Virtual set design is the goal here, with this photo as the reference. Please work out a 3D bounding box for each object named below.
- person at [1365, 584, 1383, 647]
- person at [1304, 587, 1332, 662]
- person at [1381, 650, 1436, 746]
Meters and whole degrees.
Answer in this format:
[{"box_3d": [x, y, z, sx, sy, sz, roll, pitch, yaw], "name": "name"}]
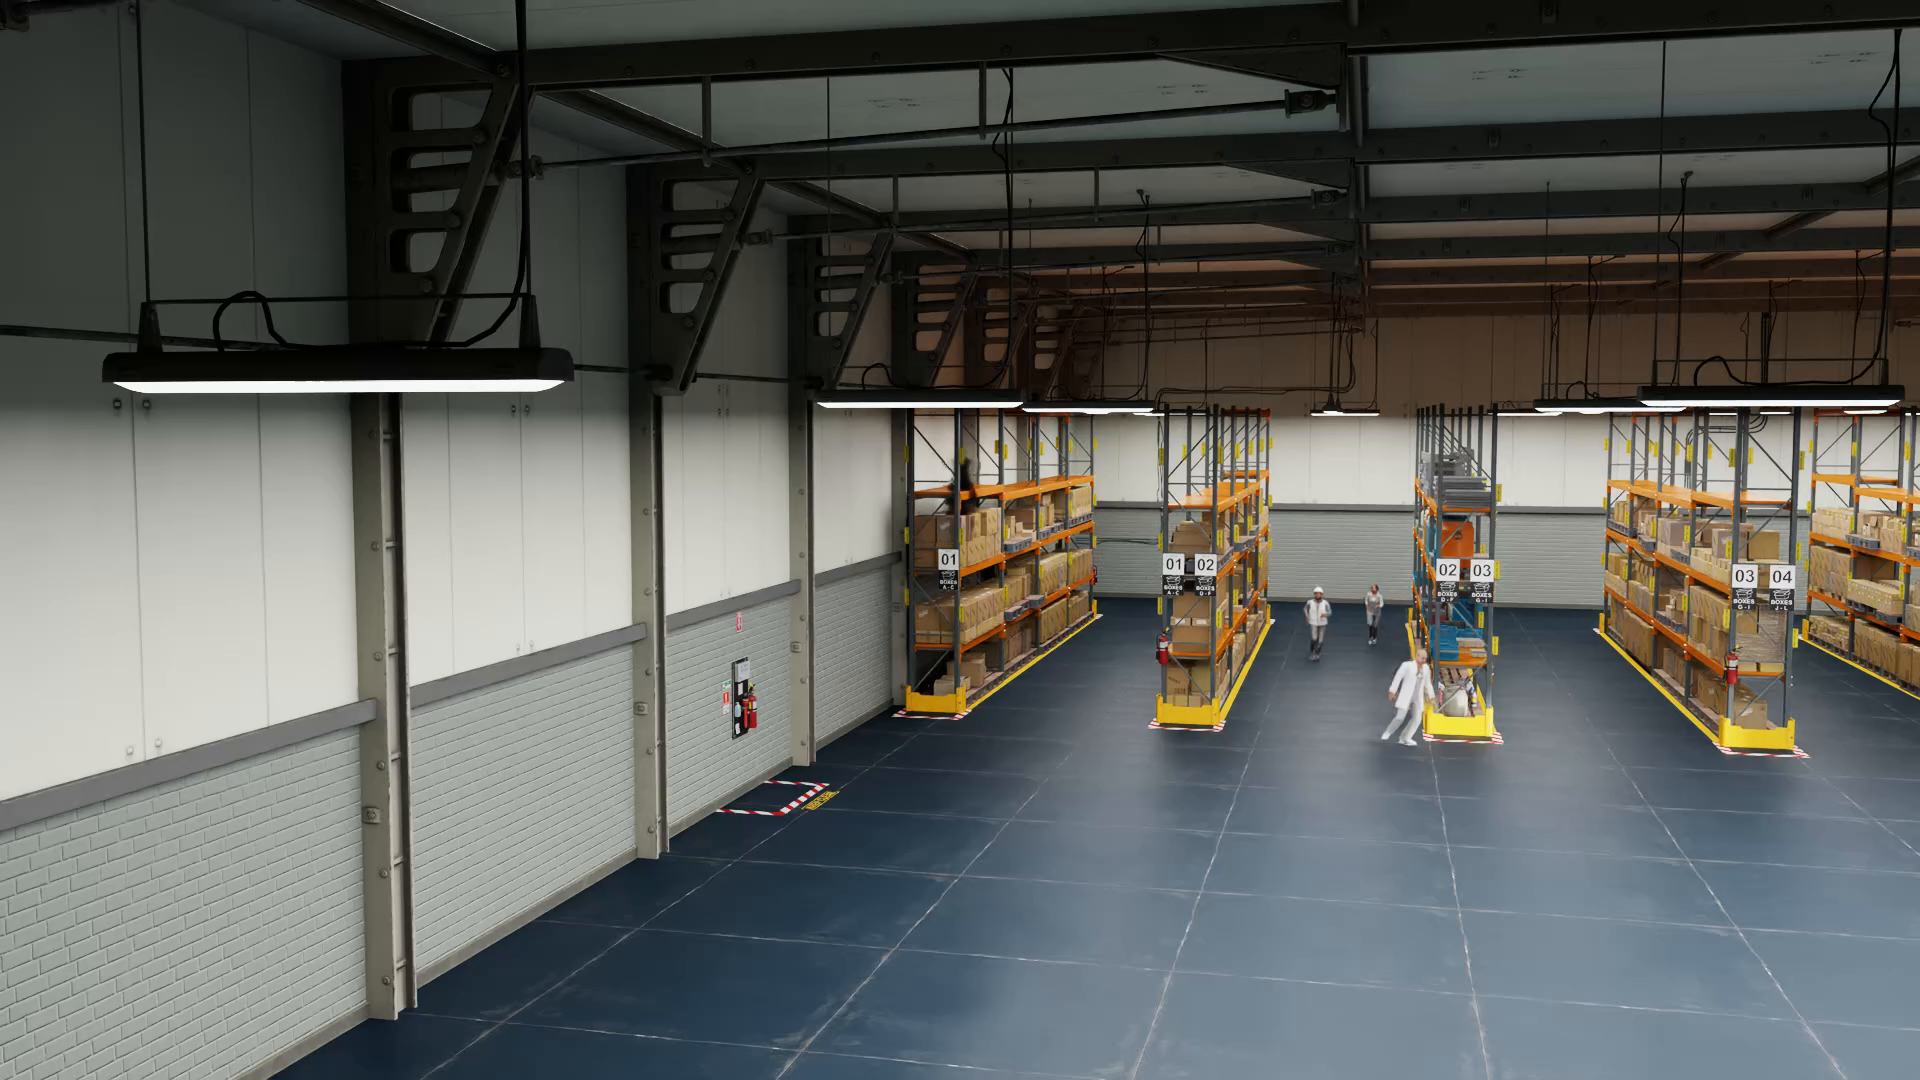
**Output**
[{"box_3d": [10.426, 1.891, 41.868, 0.437, 1.606, 0.789, 1, 4, 12], "name": "person"}, {"box_3d": [8.426, 1.990, 39.145, 0.625, 1.759, 0.689, 0, 4, 7], "name": "person"}, {"box_3d": [7.855, 2.744, 29.120, 0.847, 1.698, 0.610, -1, 4, -16], "name": "person"}]
